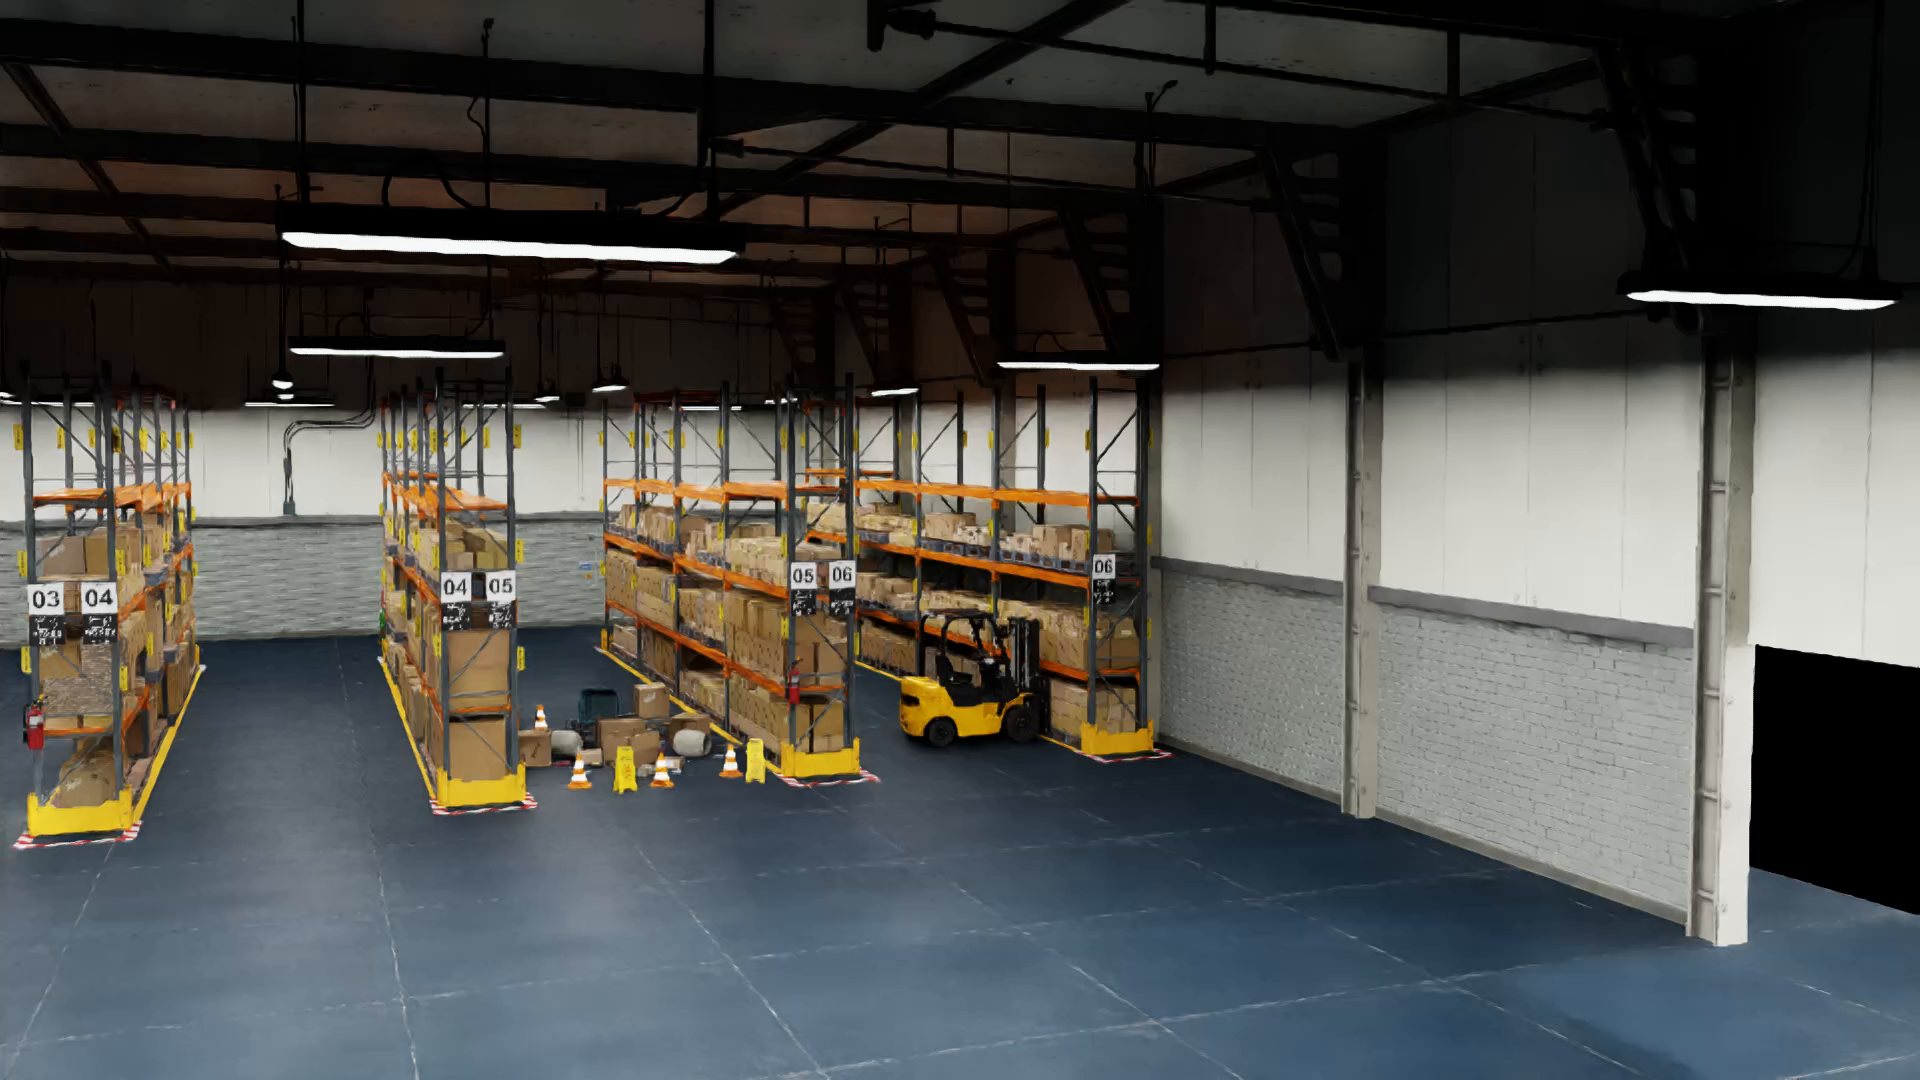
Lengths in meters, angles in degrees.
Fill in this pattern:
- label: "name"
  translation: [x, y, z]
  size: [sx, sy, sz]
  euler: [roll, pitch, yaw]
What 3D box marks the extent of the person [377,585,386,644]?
- label: "person"
  translation: [-14.004, 1.684, 40.923]
  size: [0.596, 1.734, 0.987]
  euler: [0, 3, -2]
